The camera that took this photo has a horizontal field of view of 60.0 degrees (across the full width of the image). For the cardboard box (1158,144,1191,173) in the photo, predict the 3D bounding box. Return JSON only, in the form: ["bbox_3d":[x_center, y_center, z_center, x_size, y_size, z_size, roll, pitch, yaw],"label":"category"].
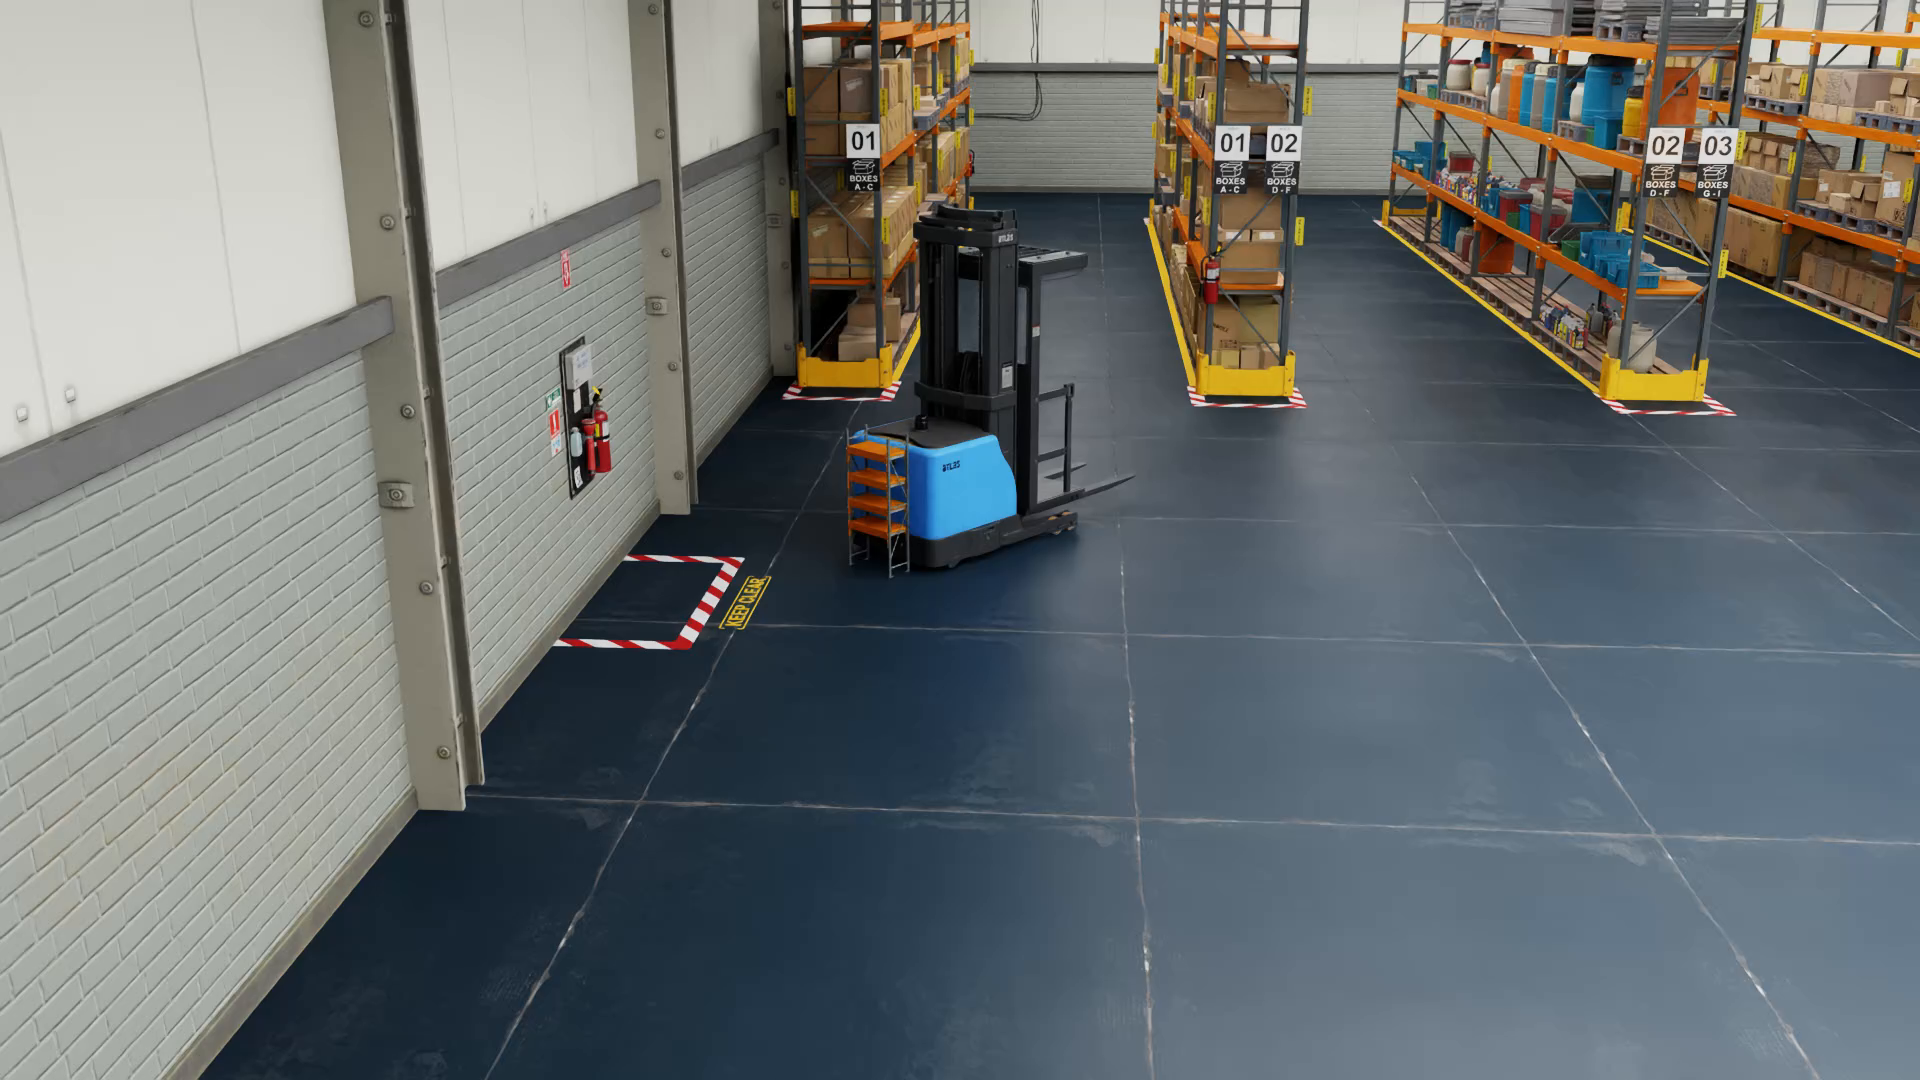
[{"bbox_3d":[4.097,-7.080,30.877,0.700,0.500,0.500,-5,19,-15],"label":"cardboard box"}]

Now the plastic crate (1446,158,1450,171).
[{"bbox_3d":[9.587,-7.305,32.495,0.437,0.282,0.530,1,18,4],"label":"plastic crate"}]

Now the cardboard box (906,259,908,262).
[{"bbox_3d":[-1.063,-4.505,25.957,0.500,0.250,0.500,1,18,2],"label":"cardboard box"}]

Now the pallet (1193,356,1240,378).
[{"bbox_3d":[3.507,-2.161,21.180,1.003,0.211,1.213,1,18,4],"label":"pallet"}]

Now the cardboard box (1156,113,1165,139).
[{"bbox_3d":[4.346,-8.608,34.609,0.500,0.500,0.500,2,18,6],"label":"cardboard box"}]

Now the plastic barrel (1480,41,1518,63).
[{"bbox_3d":[9.324,-8.193,28.812,0.600,0.901,0.708,1,18,4],"label":"plastic barrel"}]

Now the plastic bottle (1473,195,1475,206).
[{"bbox_3d":[8.637,-5.697,27.811,0.097,0.201,0.097,0,18,0],"label":"plastic bottle"}]

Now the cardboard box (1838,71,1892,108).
[{"bbox_3d":[13.588,-6.767,24.976,0.500,0.500,0.500,1,18,2],"label":"cardboard box"}]

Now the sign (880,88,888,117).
[{"bbox_3d":[-0.907,-5.186,19.712,0.100,0.325,0.005,1,18,4],"label":"sign"}]

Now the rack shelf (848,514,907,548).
[{"bbox_3d":[-0.692,-0.079,14.091,0.480,0.148,0.258,16,24,40],"label":"rack shelf"}]

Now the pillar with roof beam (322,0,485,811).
[{"bbox_3d":[1.173,-2.622,8.473,9.100,9.000,0.400,1,18,4],"label":"pillar with roof beam"}]

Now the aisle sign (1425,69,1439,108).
[{"bbox_3d":[9.878,-9.357,34.486,0.394,0.787,0.004,1,18,4],"label":"aisle sign"}]

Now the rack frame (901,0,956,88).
[{"bbox_3d":[-0.587,-9.935,30.792,1.000,3.000,0.127,1,18,4],"label":"rack frame"}]

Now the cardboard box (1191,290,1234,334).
[{"bbox_3d":[3.292,-2.981,21.741,0.500,0.500,0.500,1,18,4],"label":"cardboard box"}]

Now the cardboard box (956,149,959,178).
[{"bbox_3d":[-0.532,-7.395,32.192,0.980,0.700,0.700,2,18,5],"label":"cardboard box"}]

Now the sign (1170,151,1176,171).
[{"bbox_3d":[3.525,-6.254,27.461,0.100,0.325,0.005,1,18,4],"label":"sign"}]

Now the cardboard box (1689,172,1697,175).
[{"bbox_3d":[14.004,-6.966,31.127,0.500,0.250,0.500,1,18,3],"label":"cardboard box"}]

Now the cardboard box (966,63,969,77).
[{"bbox_3d":[-0.088,-9.694,34.280,0.500,0.250,0.500,2,18,6],"label":"cardboard box"}]

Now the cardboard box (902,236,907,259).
[{"bbox_3d":[-0.992,-3.917,22.267,0.500,0.250,0.500,1,18,4],"label":"cardboard box"}]

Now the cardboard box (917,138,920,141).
[{"bbox_3d":[-0.984,-7.022,29.660,0.500,0.250,0.500,1,18,3],"label":"cardboard box"}]

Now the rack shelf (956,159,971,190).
[{"bbox_3d":[-0.444,-7.364,33.734,1.077,0.370,4.000,1,18,4],"label":"rack shelf"}]

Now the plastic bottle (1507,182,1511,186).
[{"bbox_3d":[9.489,-6.050,28.758,0.061,0.283,0.133,1,18,4],"label":"plastic bottle"}]

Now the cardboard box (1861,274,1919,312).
[{"bbox_3d":[13.779,-3.627,24.483,0.700,0.500,0.500,1,18,4],"label":"cardboard box"}]

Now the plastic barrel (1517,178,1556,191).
[{"bbox_3d":[9.276,-5.535,26.778,0.600,0.536,0.708,1,18,4],"label":"plastic barrel"}]

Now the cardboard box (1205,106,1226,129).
[{"bbox_3d":[3.313,-5.232,20.596,0.500,0.250,0.500,1,18,4],"label":"cardboard box"}]

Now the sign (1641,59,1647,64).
[{"bbox_3d":[13.968,-9.888,33.933,0.100,0.325,0.005,1,18,4],"label":"sign"}]

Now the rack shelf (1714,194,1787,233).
[{"bbox_3d":[14.091,-5.790,28.930,1.077,0.370,4.000,1,18,4],"label":"rack shelf"}]

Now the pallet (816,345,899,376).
[{"bbox_3d":[-1.349,-2.307,21.626,1.003,0.211,1.213,1,18,4],"label":"pallet"}]

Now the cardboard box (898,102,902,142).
[{"bbox_3d":[-1.050,-5.432,21.674,0.500,0.500,0.500,2,18,7],"label":"cardboard box"}]

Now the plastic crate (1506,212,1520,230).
[{"bbox_3d":[8.564,-4.825,25.171,0.450,0.188,0.662,1,18,4],"label":"plastic crate"}]

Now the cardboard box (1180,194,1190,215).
[{"bbox_3d":[3.810,-5.417,26.780,0.500,0.311,0.500,1,18,3],"label":"cardboard box"}]

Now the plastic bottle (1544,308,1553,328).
[{"bbox_3d":[8.265,-3.103,23.243,0.152,0.276,0.135,2,18,6],"label":"plastic bottle"}]

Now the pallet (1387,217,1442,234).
[{"bbox_3d":[9.483,-6.525,34.497,1.003,0.211,1.213,1,18,4],"label":"pallet"}]

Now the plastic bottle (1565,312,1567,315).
[{"bbox_3d":[8.359,-3.002,22.942,0.097,0.271,0.097,0,18,0],"label":"plastic bottle"}]

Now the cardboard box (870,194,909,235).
[{"bbox_3d":[-0.963,-4.429,22.627,0.500,0.500,0.500,1,18,2],"label":"cardboard box"}]

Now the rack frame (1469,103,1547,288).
[{"bbox_3d":[9.007,-5.621,27.260,1.000,3.000,0.127,1,18,4],"label":"rack frame"}]

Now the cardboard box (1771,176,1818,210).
[{"bbox_3d":[13.736,-5.717,27.391,0.500,0.500,0.500,2,18,6],"label":"cardboard box"}]

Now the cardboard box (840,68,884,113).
[{"bbox_3d":[-1.178,-5.429,20.059,0.500,0.500,0.500,0,18,0],"label":"cardboard box"}]

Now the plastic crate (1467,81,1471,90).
[{"bbox_3d":[9.657,-8.606,31.763,0.497,0.269,0.590,1,18,4],"label":"plastic crate"}]

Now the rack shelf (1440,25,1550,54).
[{"bbox_3d":[9.151,-8.561,28.395,1.077,0.370,4.000,1,18,4],"label":"rack shelf"}]

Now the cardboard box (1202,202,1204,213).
[{"bbox_3d":[3.516,-4.527,22.720,0.380,0.149,0.250,1,18,3],"label":"cardboard box"}]

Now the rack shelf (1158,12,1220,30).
[{"bbox_3d":[4.497,-10.103,32.466,1.077,0.370,4.000,1,18,4],"label":"rack shelf"}]

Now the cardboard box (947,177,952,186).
[{"bbox_3d":[-0.348,-6.621,30.684,0.380,0.149,0.250,1,18,4],"label":"cardboard box"}]

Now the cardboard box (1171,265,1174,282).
[{"bbox_3d":[3.701,-4.313,27.010,0.500,0.250,0.500,1,18,2],"label":"cardboard box"}]

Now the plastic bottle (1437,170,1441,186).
[{"bbox_3d":[8.833,-6.662,30.624,0.061,0.283,0.133,1,18,4],"label":"plastic bottle"}]

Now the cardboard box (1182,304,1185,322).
[{"bbox_3d":[3.445,-3.246,23.753,0.500,0.250,0.500,1,18,4],"label":"cardboard box"}]

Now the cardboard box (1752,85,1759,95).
[{"bbox_3d":[13.978,-7.799,28.819,0.380,0.149,0.250,1,18,2],"label":"cardboard box"}]

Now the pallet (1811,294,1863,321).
[{"bbox_3d":[13.800,-3.565,25.462,1.003,0.211,1.213,1,18,4],"label":"pallet"}]

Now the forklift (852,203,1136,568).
[{"bbox_3d":[0.430,-1.537,14.905,1.130,2.935,3.031,16,24,40],"label":"forklift"}]

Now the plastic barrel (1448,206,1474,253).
[{"bbox_3d":[9.187,-5.677,30.127,0.600,0.901,0.708,1,18,4],"label":"plastic barrel"}]

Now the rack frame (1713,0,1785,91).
[{"bbox_3d":[14.234,-9.603,29.779,1.000,3.000,0.127,1,18,4],"label":"rack frame"}]

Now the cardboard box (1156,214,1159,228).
[{"bbox_3d":[4.165,-6.322,33.012,0.500,0.311,0.500,1,18,4],"label":"cardboard box"}]

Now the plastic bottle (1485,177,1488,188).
[{"bbox_3d":[9.391,-6.357,29.714,0.097,0.271,0.097,0,18,0],"label":"plastic bottle"}]

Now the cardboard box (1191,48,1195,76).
[{"bbox_3d":[4.141,-7.974,27.859,0.500,0.500,0.500,1,18,4],"label":"cardboard box"}]

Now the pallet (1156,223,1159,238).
[{"bbox_3d":[4.489,-6.243,33.636,1.003,0.211,1.213,1,18,4],"label":"pallet"}]

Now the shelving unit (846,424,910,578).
[{"bbox_3d":[-0.692,-0.332,14.008,0.503,1.200,0.258,16,24,40],"label":"shelving unit"}]

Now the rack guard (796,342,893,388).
[{"bbox_3d":[-1.442,-2.193,20.813,1.175,0.500,0.348,1,18,4],"label":"rack guard"}]
